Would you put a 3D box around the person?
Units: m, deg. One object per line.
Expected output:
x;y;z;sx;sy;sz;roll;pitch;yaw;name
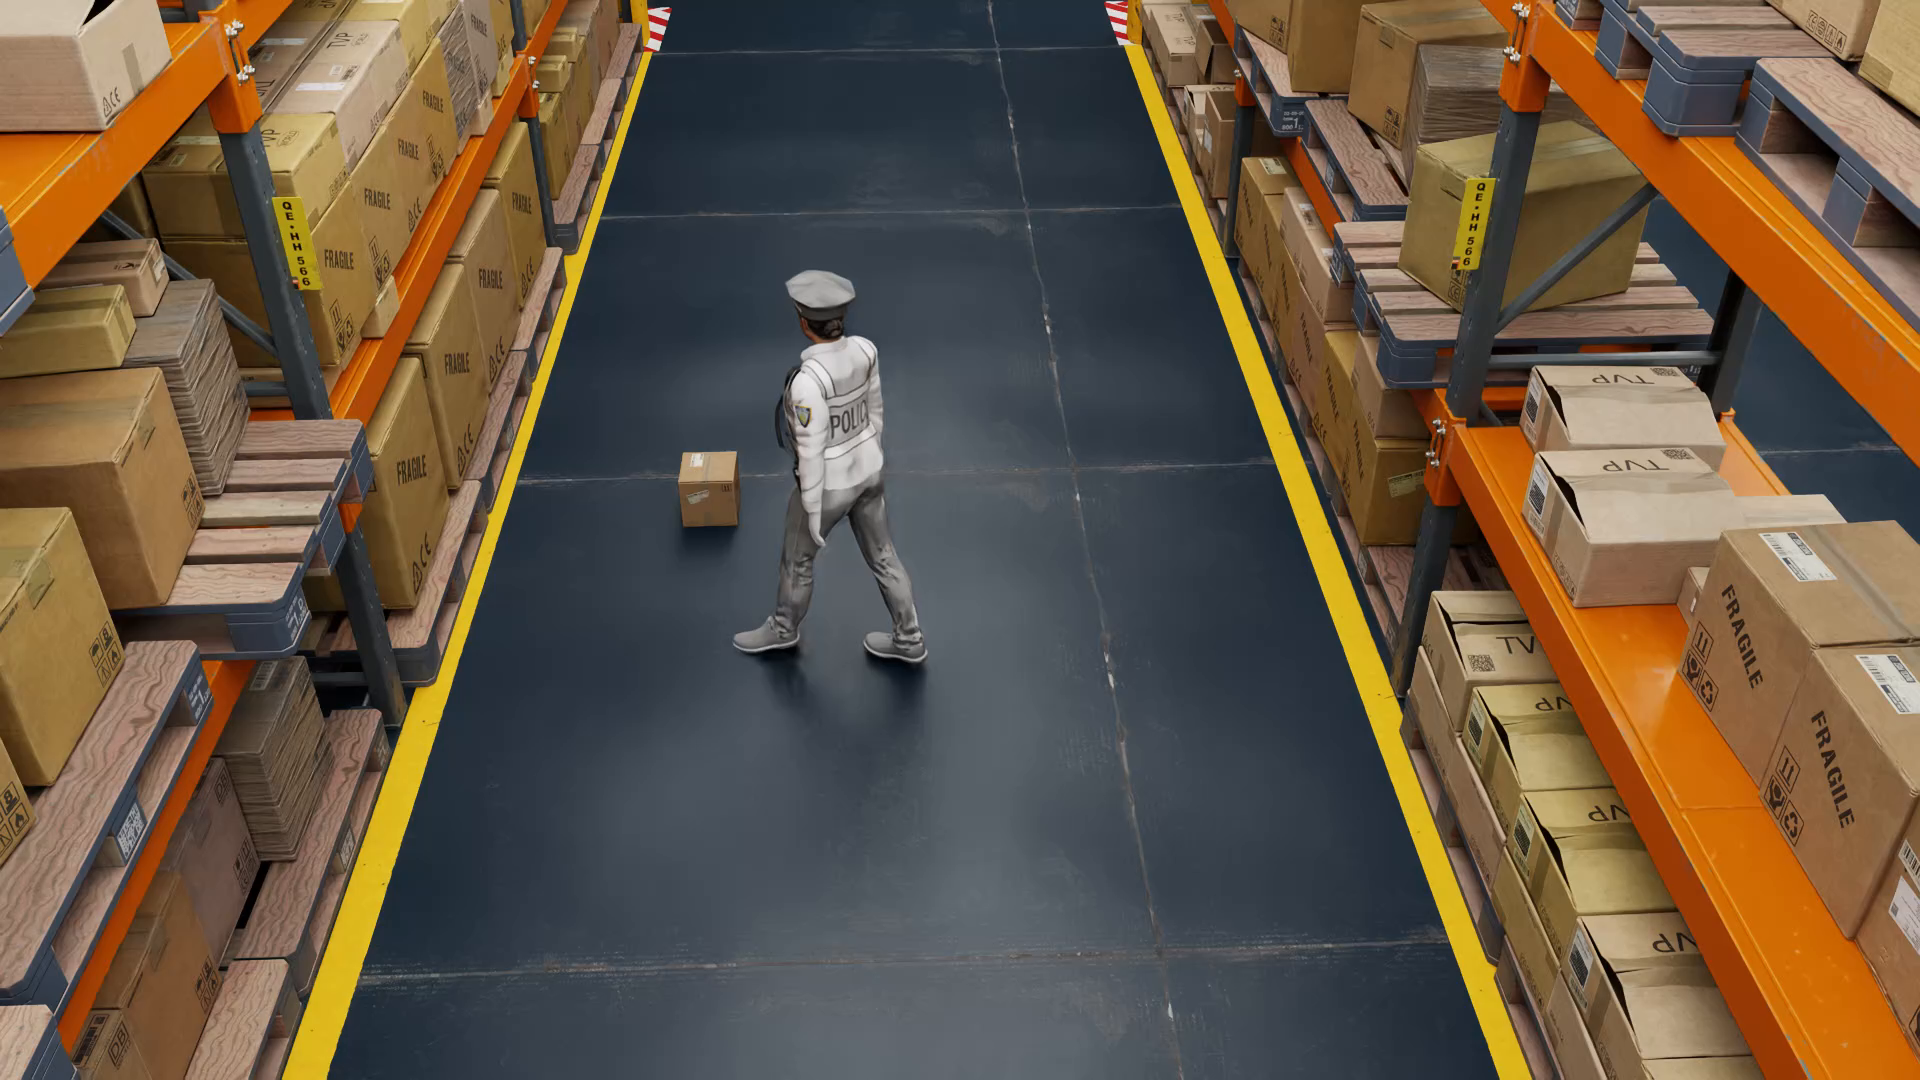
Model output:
-0.496;-0.228;6.480;0.759;1.646;0.568;23;41;28;person
